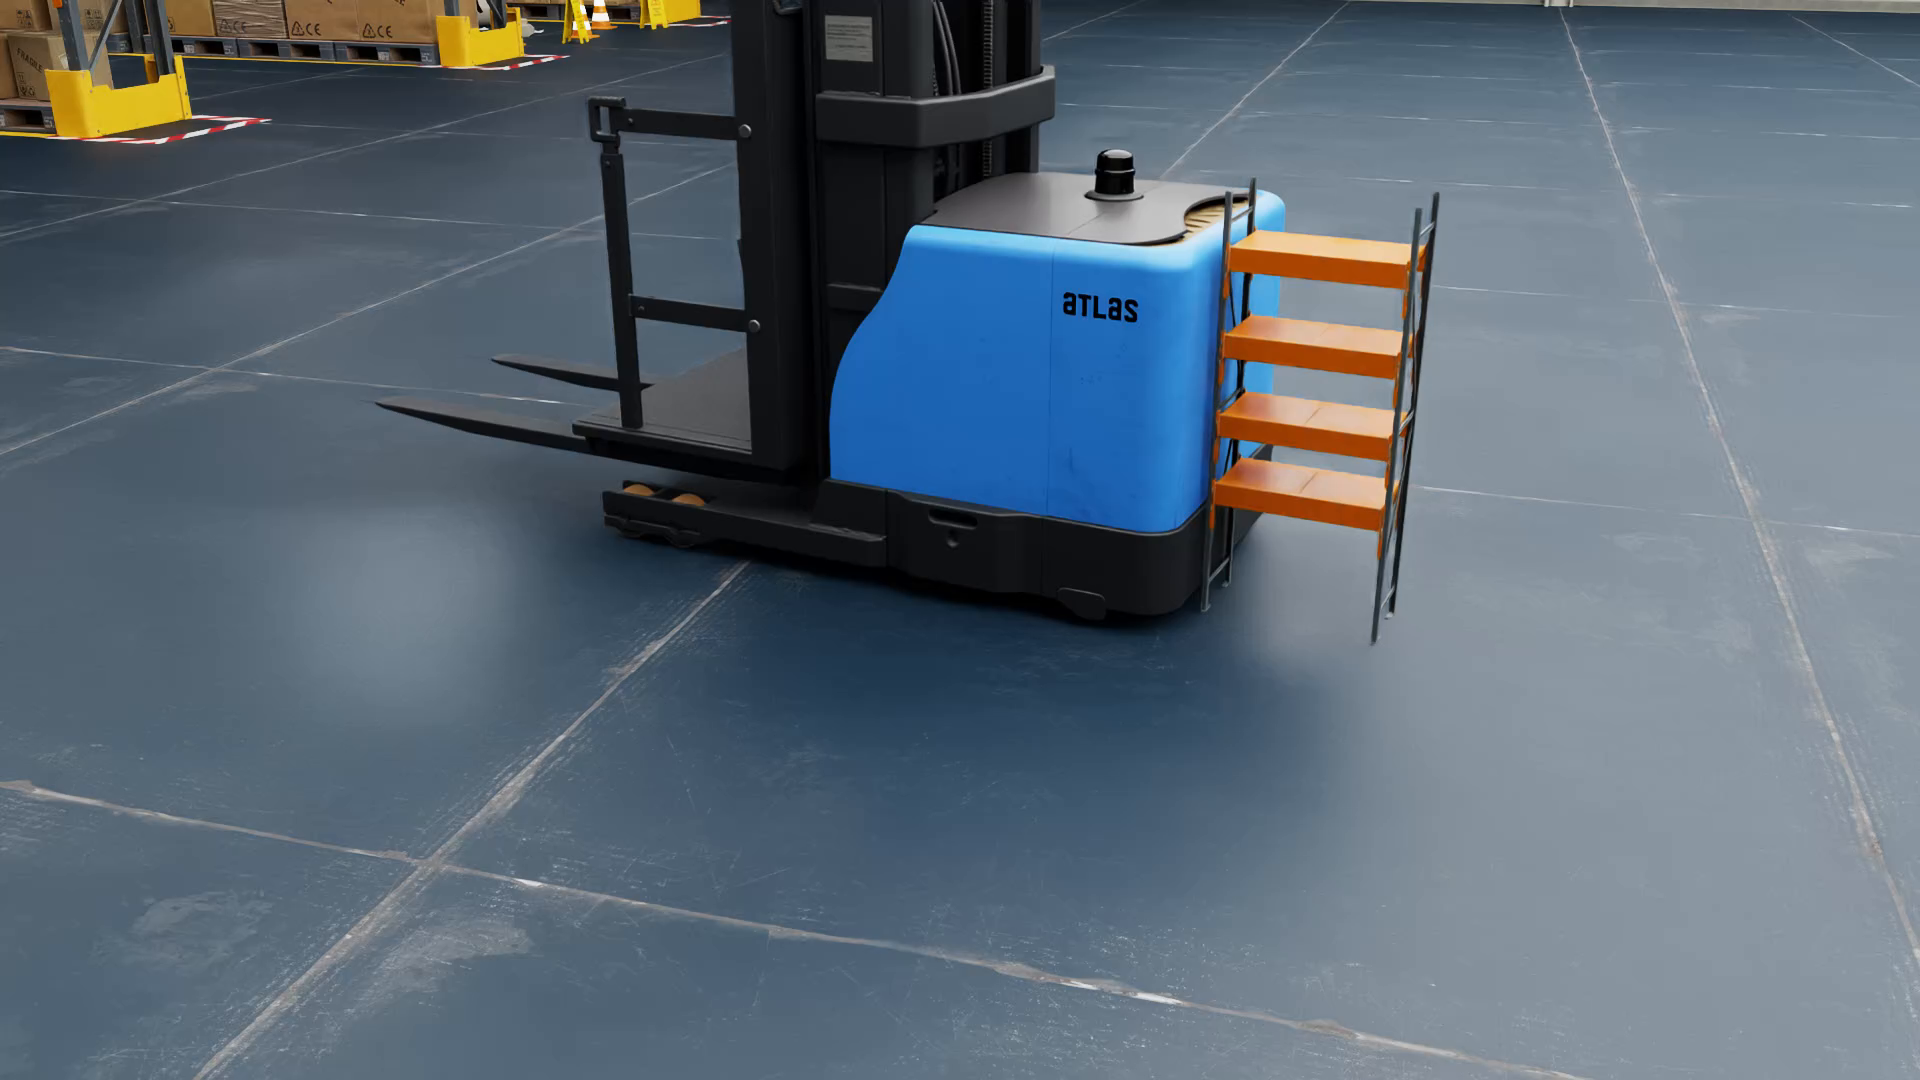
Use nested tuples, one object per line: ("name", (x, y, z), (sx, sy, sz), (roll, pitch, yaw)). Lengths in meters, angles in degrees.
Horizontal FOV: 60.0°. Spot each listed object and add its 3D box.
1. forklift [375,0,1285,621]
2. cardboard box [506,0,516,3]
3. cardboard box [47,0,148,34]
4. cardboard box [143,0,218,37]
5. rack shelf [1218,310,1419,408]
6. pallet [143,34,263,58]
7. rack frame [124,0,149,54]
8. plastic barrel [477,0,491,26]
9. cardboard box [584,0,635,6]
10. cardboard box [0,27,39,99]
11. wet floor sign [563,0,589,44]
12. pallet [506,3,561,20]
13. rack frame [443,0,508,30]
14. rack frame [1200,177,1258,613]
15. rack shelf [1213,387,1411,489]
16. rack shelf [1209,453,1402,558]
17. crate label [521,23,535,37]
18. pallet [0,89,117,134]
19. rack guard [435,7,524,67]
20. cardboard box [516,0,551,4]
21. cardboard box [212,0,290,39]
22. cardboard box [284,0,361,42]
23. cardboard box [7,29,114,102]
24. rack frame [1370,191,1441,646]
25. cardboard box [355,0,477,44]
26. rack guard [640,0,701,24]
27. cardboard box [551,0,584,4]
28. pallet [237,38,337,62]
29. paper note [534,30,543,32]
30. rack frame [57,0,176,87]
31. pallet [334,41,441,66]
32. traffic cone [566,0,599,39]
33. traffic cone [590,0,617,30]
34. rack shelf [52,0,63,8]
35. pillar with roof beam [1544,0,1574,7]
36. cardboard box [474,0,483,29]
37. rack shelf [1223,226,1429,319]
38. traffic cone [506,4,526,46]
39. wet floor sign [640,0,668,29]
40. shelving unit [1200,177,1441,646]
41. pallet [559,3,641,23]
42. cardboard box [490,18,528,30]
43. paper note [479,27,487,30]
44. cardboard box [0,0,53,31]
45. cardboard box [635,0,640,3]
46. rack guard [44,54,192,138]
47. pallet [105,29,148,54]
("forklift", (-0.563, -1.499, 5.061), (3.031, 2.935, 1.130), (11, 25, 24))
("cardboard box", (-6.084, -7.392, 22.408), (0.500, 0.250, 0.500), (6, 23, 15))
("cardboard box", (-9.548, -6.123, 18.656), (0.750, 0.750, 1.050), (6, 23, 15))
("cardboard box", (-8.345, -6.051, 18.316), (0.875, 0.875, 0.875), (7, 23, 16))
("rack shelf", (0.967, -0.492, 4.476), (0.480, 0.148, 0.258), (11, 25, 24))
("pallet", (-8.222, -5.533, 18.480), (1.213, 0.211, 1.003), (7, 23, 15))
("rack frame", (-8.927, -6.934, 18.223), (0.127, 3.000, 1.000), (7, 23, 16))
("plastic barrel", (-6.179, -6.790, 21.265), (0.512, 0.421, 0.421), (-14, 26, -30))
("cardboard box", (-4.639, -7.221, 21.992), (0.500, 0.250, 0.500), (6, 23, 15))
("cardboard box", (-7.802, -3.870, 13.493), (0.500, 0.500, 0.500), (13, 26, 29))
("wet floor sign", (-4.498, -6.123, 19.347), (0.232, 0.644, 0.267), (3, 22, 6))
("pallet", (-5.769, -7.260, 22.691), (1.213, 0.211, 1.003), (7, 23, 16))
("rack frame", (-5.098, -6.496, 17.154), (0.127, 3.000, 1.000), (7, 23, 16))
("rack frame", (0.748, -0.388, 4.635), (0.015, 1.200, 0.240), (11, 25, 24))
("rack shelf", (0.967, -0.285, 4.561), (0.480, 0.148, 0.258), (11, 25, 24))
("rack shelf", (0.967, -0.101, 4.636), (0.480, 0.148, 0.258), (11, 25, 24))
("crate label", (-5.315, -6.183, 20.162), (0.298, 0.136, 0.250), (-5, 23, -12))
("pallet", (-7.468, -3.525, 13.586), (1.213, 0.211, 1.003), (7, 23, 16))
("rack guard", (-5.075, -5.337, 17.622), (0.348, 0.500, 1.175), (7, 23, 16))
("cardboard box", (-5.612, -7.334, 22.266), (0.500, 0.250, 0.500), (6, 23, 14))
("cardboard box", (-7.481, -5.954, 18.079), (0.875, 0.875, 0.875), (7, 23, 16))
("cardboard box", (-6.609, -5.853, 17.833), (0.875, 0.875, 0.875), (6, 23, 15))
("cardboard box", (-7.220, -3.817, 13.364), (0.500, 0.500, 0.500), (11, 25, 25))
("rack frame", (1.186, -0.307, 4.437), (0.015, 1.200, 0.240), (11, 25, 24))
("cardboard box", (-5.766, -5.758, 17.600), (0.875, 0.875, 0.875), (7, 23, 16))
("rack guard", (-3.837, -7.157, 22.060), (0.348, 0.500, 1.175), (7, 23, 16))
("cardboard box", (-5.110, -7.278, 22.131), (0.500, 0.250, 0.500), (7, 23, 16))
("pallet", (-7.050, -5.400, 18.155), (1.213, 0.211, 1.003), (7, 23, 15))
("paper note", (-5.245, -6.312, 20.618), (0.142, 0.019, 0.148), (-1, 22, -3))
("rack frame", (-6.627, -4.705, 12.788), (0.127, 3.000, 1.000), (7, 23, 16))
("pallet", (-5.886, -5.265, 17.828), (1.213, 0.211, 1.003), (7, 23, 15))
("traffic cone", (-4.544, -6.270, 19.945), (0.334, 0.463, 0.336), (7, 23, 16))
("traffic cone", (-4.549, -6.710, 21.019), (0.334, 0.463, 0.336), (7, 23, 16))
("rack shelf", (-8.542, -4.591, 13.459), (4.000, 0.370, 1.077), (7, 23, 16))
("pillar with roof beam", (7.504, -10.409, 18.789), (0.400, 9.000, 9.100), (7, 23, 16))
("cardboard box", (-6.178, -6.423, 20.266), (0.637, 0.503, 0.797), (-9, 24, -21))
("rack shelf", (0.967, -0.711, 4.386), (0.480, 0.148, 0.258), (11, 25, 24))
("traffic cone", (-5.196, -5.896, 19.035), (0.334, 0.463, 0.336), (7, 23, 16))
("wet floor sign", (-3.892, -6.807, 21.014), (0.232, 0.644, 0.267), (16, 27, 34))
("shelving unit", (0.967, -0.347, 4.536), (0.503, 1.200, 0.258), (11, 25, 24))
("pallet", (-4.605, -7.126, 22.363), (1.213, 0.211, 1.003), (7, 23, 16))
("cardboard box", (-5.602, -6.396, 20.667), (0.380, 0.149, 0.250), (-20, 29, -39))
("paper note", (-6.015, -6.455, 20.980), (0.142, 0.019, 0.148), (16, 27, 34))
("cardboard box", (-10.470, -6.230, 18.918), (0.750, 0.750, 1.050), (7, 23, 15))
("cardboard box", (-4.457, -7.417, 22.468), (0.500, 0.250, 0.500), (6, 23, 15))
("rack guard", (-6.700, -3.557, 13.282), (0.348, 0.500, 1.175), (7, 23, 16))
("pallet", (-9.688, -5.702, 18.892), (1.213, 0.211, 1.003), (7, 23, 16))
